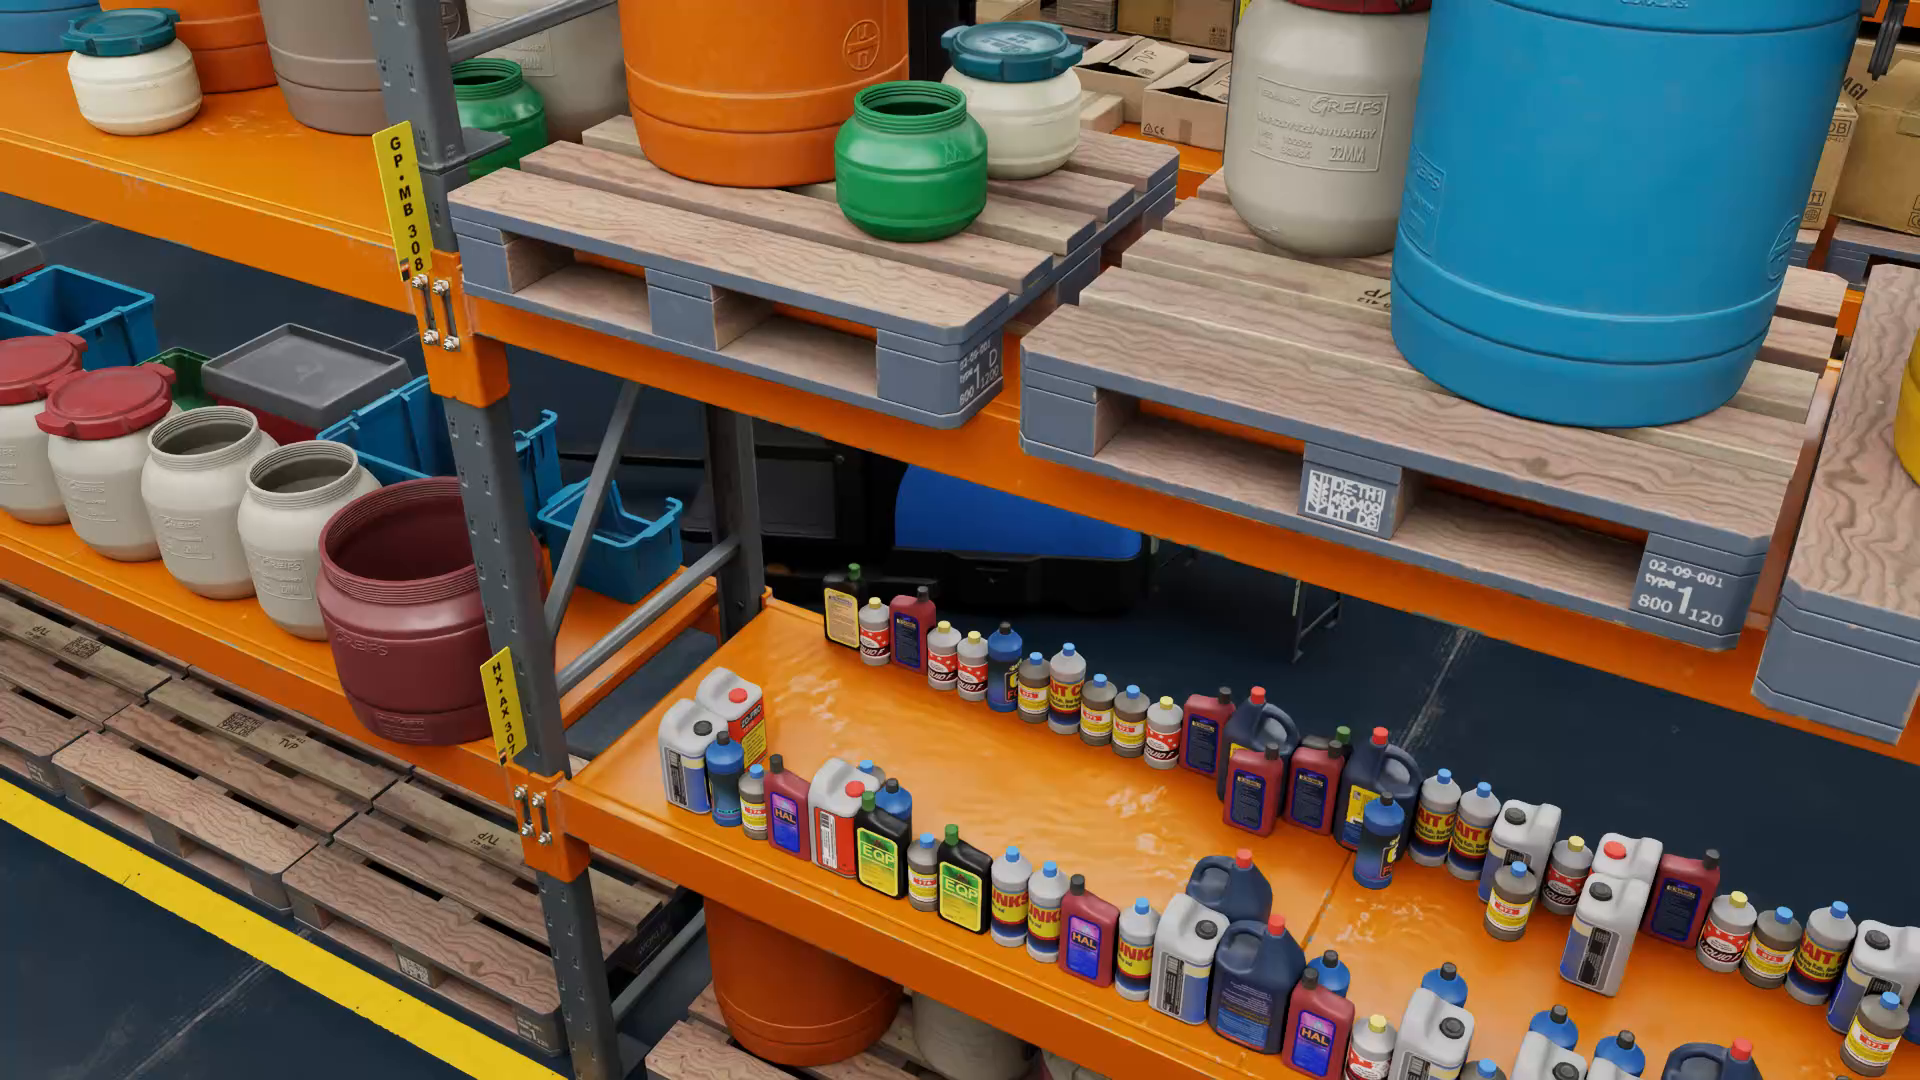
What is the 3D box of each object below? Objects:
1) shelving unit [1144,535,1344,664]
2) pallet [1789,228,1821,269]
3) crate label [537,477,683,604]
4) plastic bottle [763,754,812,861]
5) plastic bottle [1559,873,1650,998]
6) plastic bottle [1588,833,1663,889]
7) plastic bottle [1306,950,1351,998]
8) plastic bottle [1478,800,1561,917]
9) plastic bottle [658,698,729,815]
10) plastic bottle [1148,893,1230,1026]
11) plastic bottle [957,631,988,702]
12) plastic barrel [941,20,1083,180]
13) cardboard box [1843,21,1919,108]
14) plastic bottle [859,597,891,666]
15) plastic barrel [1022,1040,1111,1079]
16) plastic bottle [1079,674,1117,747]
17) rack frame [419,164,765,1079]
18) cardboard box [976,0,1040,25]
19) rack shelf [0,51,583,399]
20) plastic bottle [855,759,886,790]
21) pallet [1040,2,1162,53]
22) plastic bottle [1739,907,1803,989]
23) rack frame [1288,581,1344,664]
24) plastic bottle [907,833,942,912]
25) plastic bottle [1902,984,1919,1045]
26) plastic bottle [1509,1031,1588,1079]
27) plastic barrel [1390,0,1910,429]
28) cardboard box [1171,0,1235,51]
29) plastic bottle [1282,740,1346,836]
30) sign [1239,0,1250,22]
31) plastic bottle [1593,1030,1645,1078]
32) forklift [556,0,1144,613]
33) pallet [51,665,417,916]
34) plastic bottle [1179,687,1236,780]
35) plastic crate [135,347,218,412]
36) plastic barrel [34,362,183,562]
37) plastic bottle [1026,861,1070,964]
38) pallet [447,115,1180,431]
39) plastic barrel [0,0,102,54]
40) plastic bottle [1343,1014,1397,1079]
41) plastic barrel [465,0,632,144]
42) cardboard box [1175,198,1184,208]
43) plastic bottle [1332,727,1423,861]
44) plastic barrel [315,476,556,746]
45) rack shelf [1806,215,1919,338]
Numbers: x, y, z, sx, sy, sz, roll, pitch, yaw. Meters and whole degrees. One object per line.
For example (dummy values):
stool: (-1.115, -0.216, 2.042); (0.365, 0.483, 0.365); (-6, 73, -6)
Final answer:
shelving unit: (1.235, -0.325, 6.886); (0.755, 1.500, 0.431); (25, 41, 32)
pallet: (3.253, -1.541, 7.531); (1.213, 0.211, 1.003); (18, 37, 24)
crate label: (-1.079, 0.002, 5.191); (0.416, 0.233, 0.303); (18, 37, 24)
plastic bottle: (-0.421, 0.664, 4.151); (0.133, 0.283, 0.061); (18, 37, 24)
plastic bottle: (1.482, 0.888, 3.821); (0.135, 0.276, 0.152); (18, 37, 24)
plastic bottle: (1.557, 0.815, 3.931); (0.135, 0.276, 0.152); (18, 37, 24)
plastic bottle: (0.798, 1.005, 3.651); (0.097, 0.271, 0.097); (0, 34, 0)
plastic bottle: (1.356, 0.752, 4.027); (0.135, 0.276, 0.152); (18, 37, 24)
plastic bottle: (-0.684, 0.555, 4.322); (0.135, 0.276, 0.152); (18, 37, 24)
plastic bottle: (0.520, 0.936, 3.749); (0.135, 0.276, 0.152); (18, 37, 24)
plastic bottle: (0.040, 0.348, 4.700); (0.097, 0.201, 0.097); (0, 34, 0)
plastic barrel: (0.105, -0.913, 3.454); (0.301, 0.262, 0.301); (0, 34, 0)
cardboard box: (6.088, -3.078, 11.226); (0.750, 0.750, 0.750); (19, 38, 26)
plastic bottle: (-0.245, 0.258, 4.835); (0.097, 0.201, 0.097); (0, 34, 0)
plastic barrel: (0.515, 1.495, 4.596); (0.708, 0.588, 0.600); (18, 37, 24)
plastic bottle: (0.378, 0.455, 4.539); (0.097, 0.201, 0.097); (0, 34, 0)
rack frame: (-0.899, 0.229, 4.700); (0.127, 3.000, 1.000); (18, 37, 24)
cardboard box: (0.097, -2.649, 8.931); (0.500, 0.500, 0.500); (16, 37, 22)
rack shelf: (-2.635, -1.270, 4.894); (4.000, 0.370, 1.077); (18, 37, 24)
plastic bottle: (-0.236, 0.648, 4.249); (0.097, 0.201, 0.097); (0, 34, 0)
pallet: (1.221, -4.265, 13.964); (1.213, 0.211, 1.003); (18, 37, 24)
plastic bottle: (1.872, 0.929, 3.829); (0.097, 0.201, 0.097); (0, 34, 0)
rack frame: (1.515, -0.195, 6.689); (0.023, 1.500, 0.400); (25, 41, 32)
plastic bottle: (-0.079, 0.795, 4.029); (0.097, 0.201, 0.097); (0, 34, 0)
plastic bottle: (2.158, 0.990, 3.673); (0.097, 0.271, 0.097); (0, 34, 0)
plastic bottle: (1.200, 1.152, 3.426); (0.135, 0.276, 0.152); (18, 37, 24)
plastic barrel: (1.016, -0.699, 2.556); (0.708, 0.901, 0.600); (18, 37, 24)
cardboard box: (2.088, -4.309, 13.373); (0.500, 0.500, 0.700); (18, 38, 25)
plastic bottle: (0.902, 0.615, 4.226); (0.133, 0.283, 0.061); (18, 37, 24)
sign: (1.290, -2.368, 7.555); (0.005, 0.325, 0.100); (18, 37, 24)
plastic bottle: (1.362, 1.125, 3.470); (0.097, 0.271, 0.097); (0, 34, 0)
forklift: (-0.678, -1.237, 6.964); (3.031, 2.935, 1.130); (3, 34, 5)
pallet: (-2.607, 0.822, 6.326); (1.213, 0.211, 1.003); (18, 37, 24)
plastic bottle: (0.656, 0.498, 4.402); (0.133, 0.283, 0.061); (18, 37, 24)
plastic crate: (-2.720, -0.440, 5.895); (0.662, 0.188, 0.450); (18, 37, 24)
plastic barrel: (-2.637, -0.238, 5.279); (0.433, 0.535, 0.433); (0, 34, 0)
plastic bottle: (0.206, 0.856, 3.874); (0.097, 0.271, 0.097); (0, 34, 0)
pallet: (-0.283, -0.684, 3.534); (1.213, 0.211, 1.003); (18, 37, 24)
plastic barrel: (-2.687, -1.933, 4.788); (0.708, 0.901, 0.600); (18, 37, 24)
plastic bottle: (0.884, 1.100, 3.571); (0.097, 0.201, 0.097); (0, 34, 0)
plastic barrel: (-1.017, -1.299, 4.187); (0.421, 0.512, 0.421); (0, 34, 0)
cardboard box: (1.253, -1.703, 9.197); (0.500, 0.311, 0.500); (19, 38, 26)
plastic bottle: (1.050, 0.621, 4.156); (0.185, 0.351, 0.144); (18, 37, 24)
plastic barrel: (-1.452, 0.190, 4.635); (0.708, 0.536, 0.600); (18, 37, 24)
rack shelf: (3.299, -1.304, 7.651); (4.000, 0.370, 1.077); (18, 37, 24)
